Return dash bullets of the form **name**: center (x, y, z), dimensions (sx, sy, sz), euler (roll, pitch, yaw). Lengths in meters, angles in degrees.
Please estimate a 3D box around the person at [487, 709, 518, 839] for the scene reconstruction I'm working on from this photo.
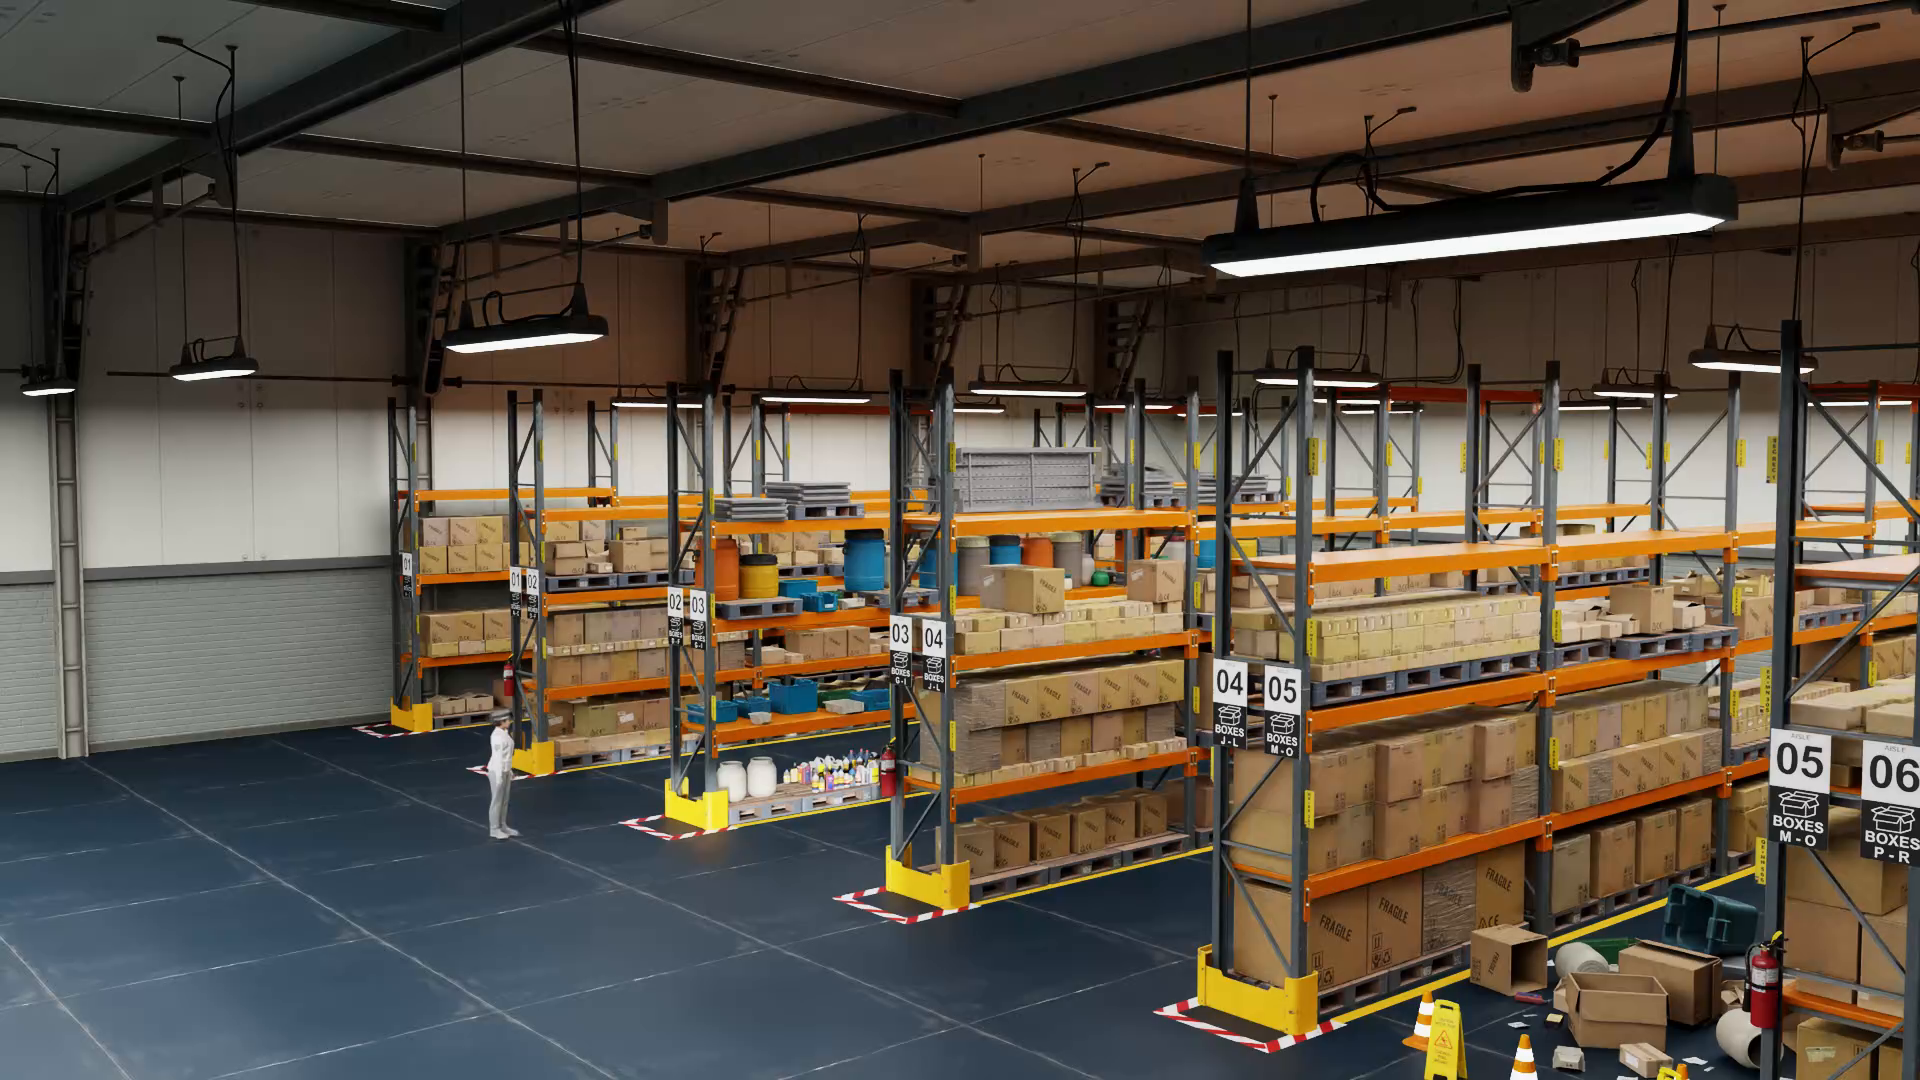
- **person**: center (-6.008, 3.054, 21.757), dimensions (0.345, 1.689, 0.503), euler (0, 3, -3)

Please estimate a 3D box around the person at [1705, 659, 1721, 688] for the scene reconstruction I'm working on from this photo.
- **person**: center (14.220, 2.530, 31.090), dimensions (0.427, 1.677, 0.576), euler (-2, 4, -36)

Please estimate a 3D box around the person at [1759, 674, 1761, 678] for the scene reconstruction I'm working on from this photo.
- **person**: center (12.457, 2.844, 25.578), dimensions (0.995, 1.716, 0.498), euler (-3, 4, -39)

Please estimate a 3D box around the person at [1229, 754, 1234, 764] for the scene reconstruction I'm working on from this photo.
- **person**: center (4.236, 2.816, 26.648), dimensions (0.436, 1.602, 0.377), euler (-1, 4, -23)
